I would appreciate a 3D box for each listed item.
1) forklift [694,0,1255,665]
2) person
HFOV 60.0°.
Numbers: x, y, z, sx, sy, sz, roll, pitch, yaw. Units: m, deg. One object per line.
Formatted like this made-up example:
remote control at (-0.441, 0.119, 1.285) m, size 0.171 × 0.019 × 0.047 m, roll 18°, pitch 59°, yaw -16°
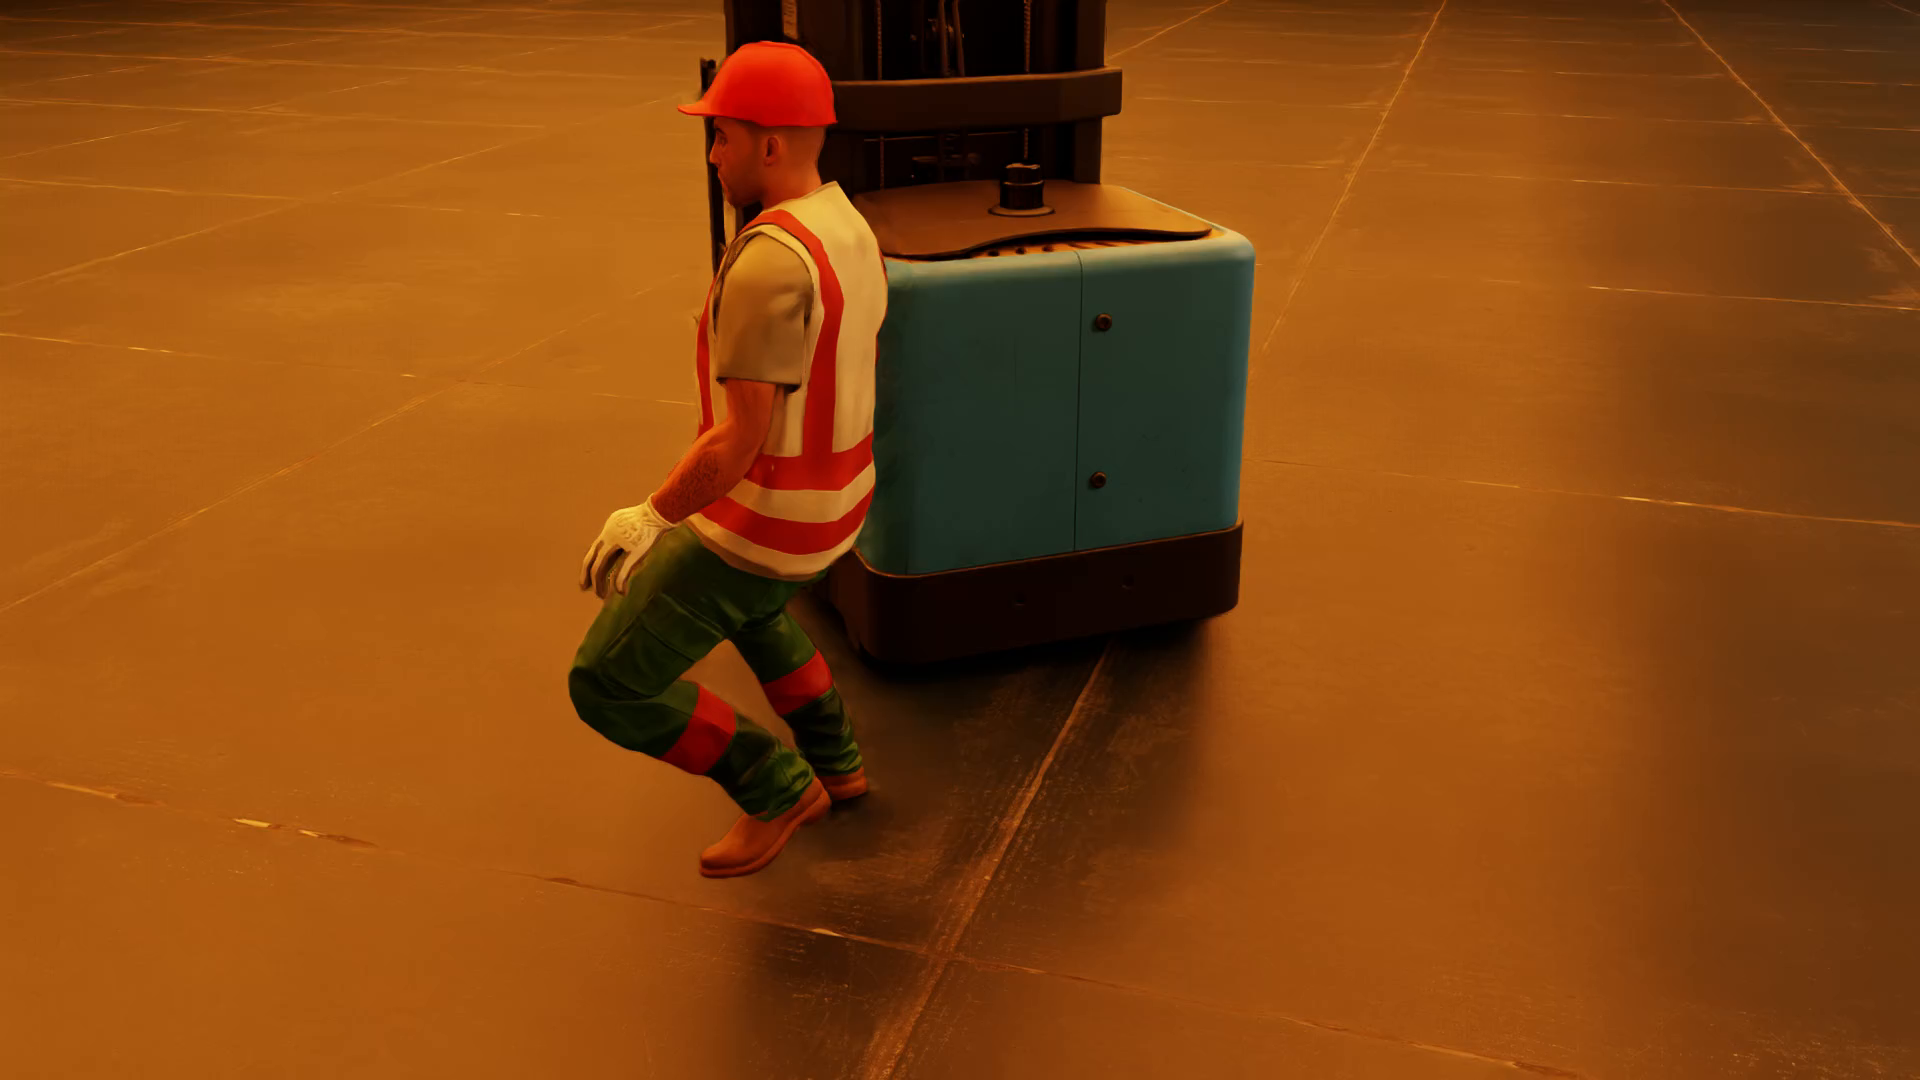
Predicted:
forklift at (-0.232, -1.574, 5.093) m, size 1.130 × 2.935 × 3.031 m, roll -8°, pitch 24°, yaw -19°
person at (-0.414, -0.082, 3.214) m, size 0.554 × 1.699 × 0.858 m, roll 7°, pitch 23°, yaw 16°
